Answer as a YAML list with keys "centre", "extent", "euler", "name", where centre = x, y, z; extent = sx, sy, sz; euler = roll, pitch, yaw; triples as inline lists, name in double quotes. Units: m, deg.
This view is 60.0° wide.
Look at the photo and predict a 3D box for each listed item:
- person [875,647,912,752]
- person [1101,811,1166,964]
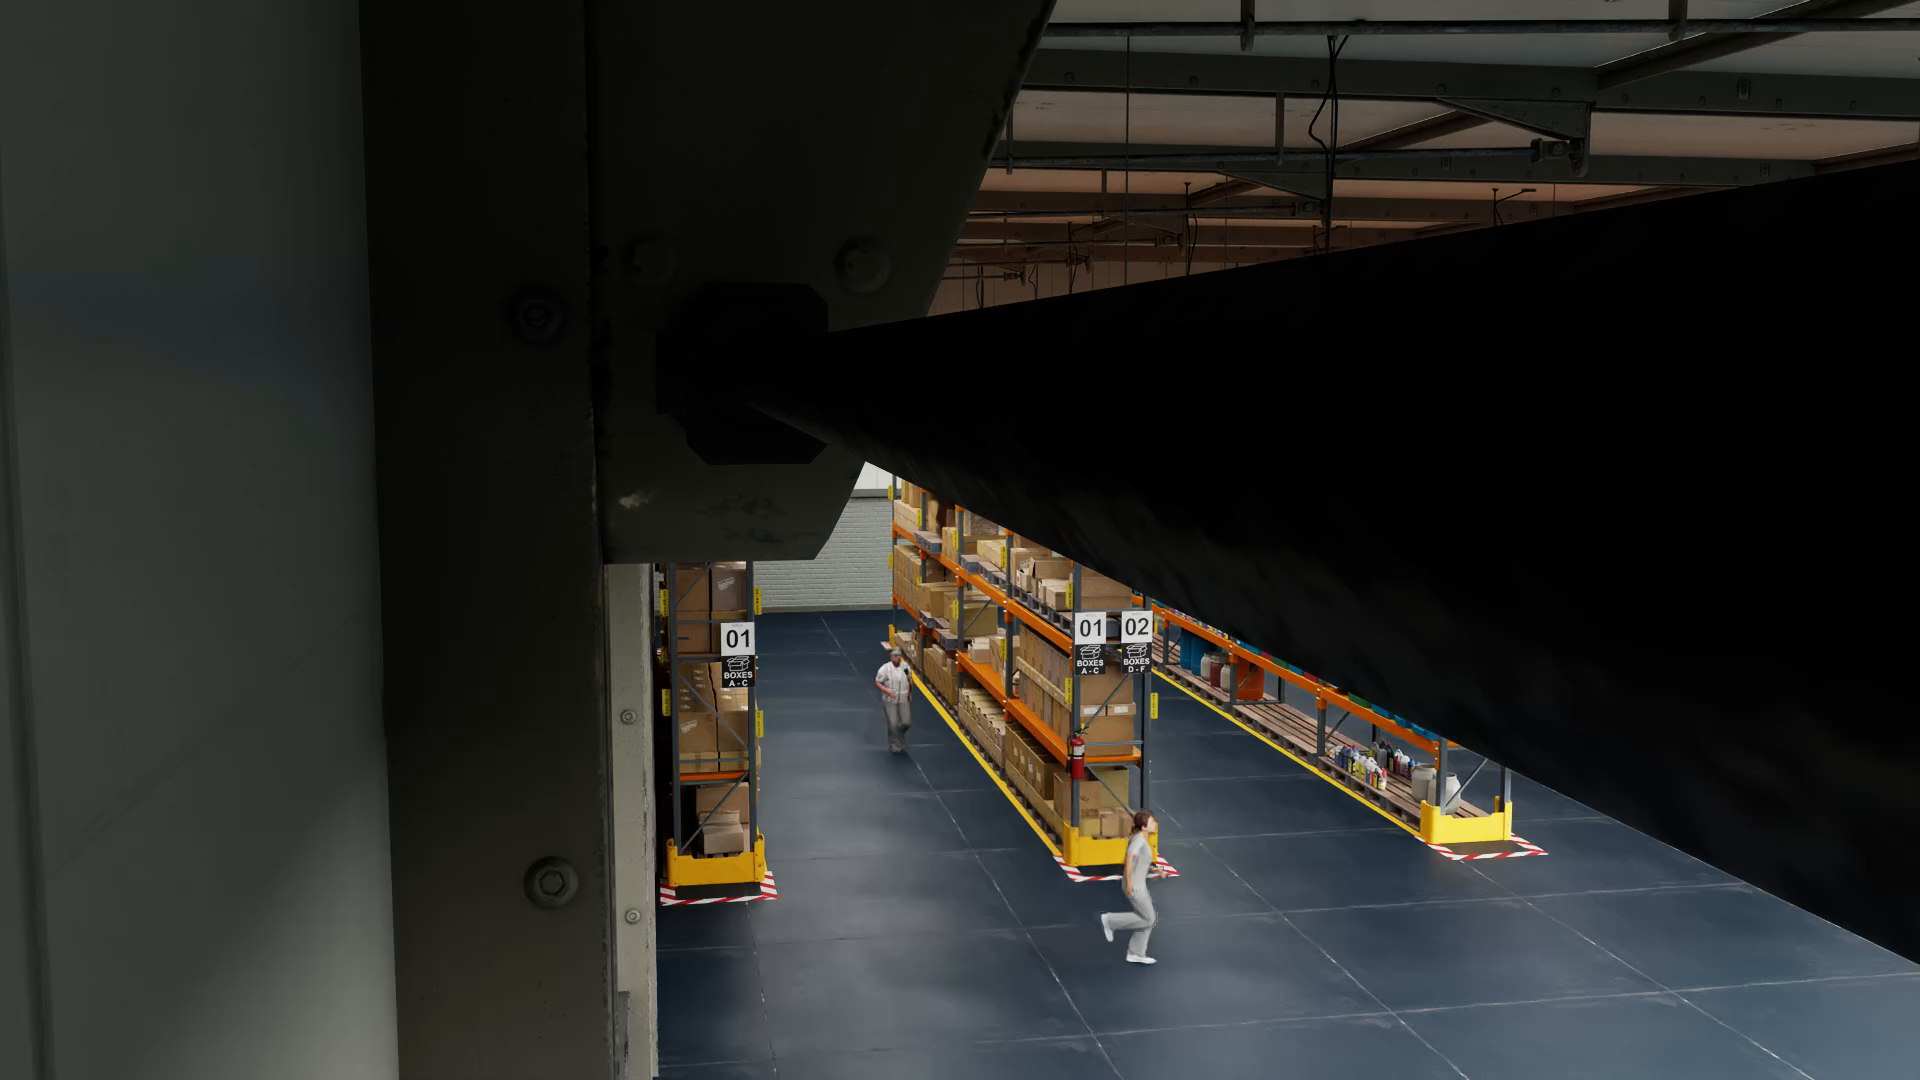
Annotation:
- centre: [-1.021, 2.572, 26.752]
  extent: [0.660, 1.747, 0.584]
  euler: [-2, 7, -18]
  name: "person"
- centre: [1.829, 3.659, 17.507]
  extent: [0.670, 1.622, 0.597]
  euler: [1, 6, 7]
  name: "person"
